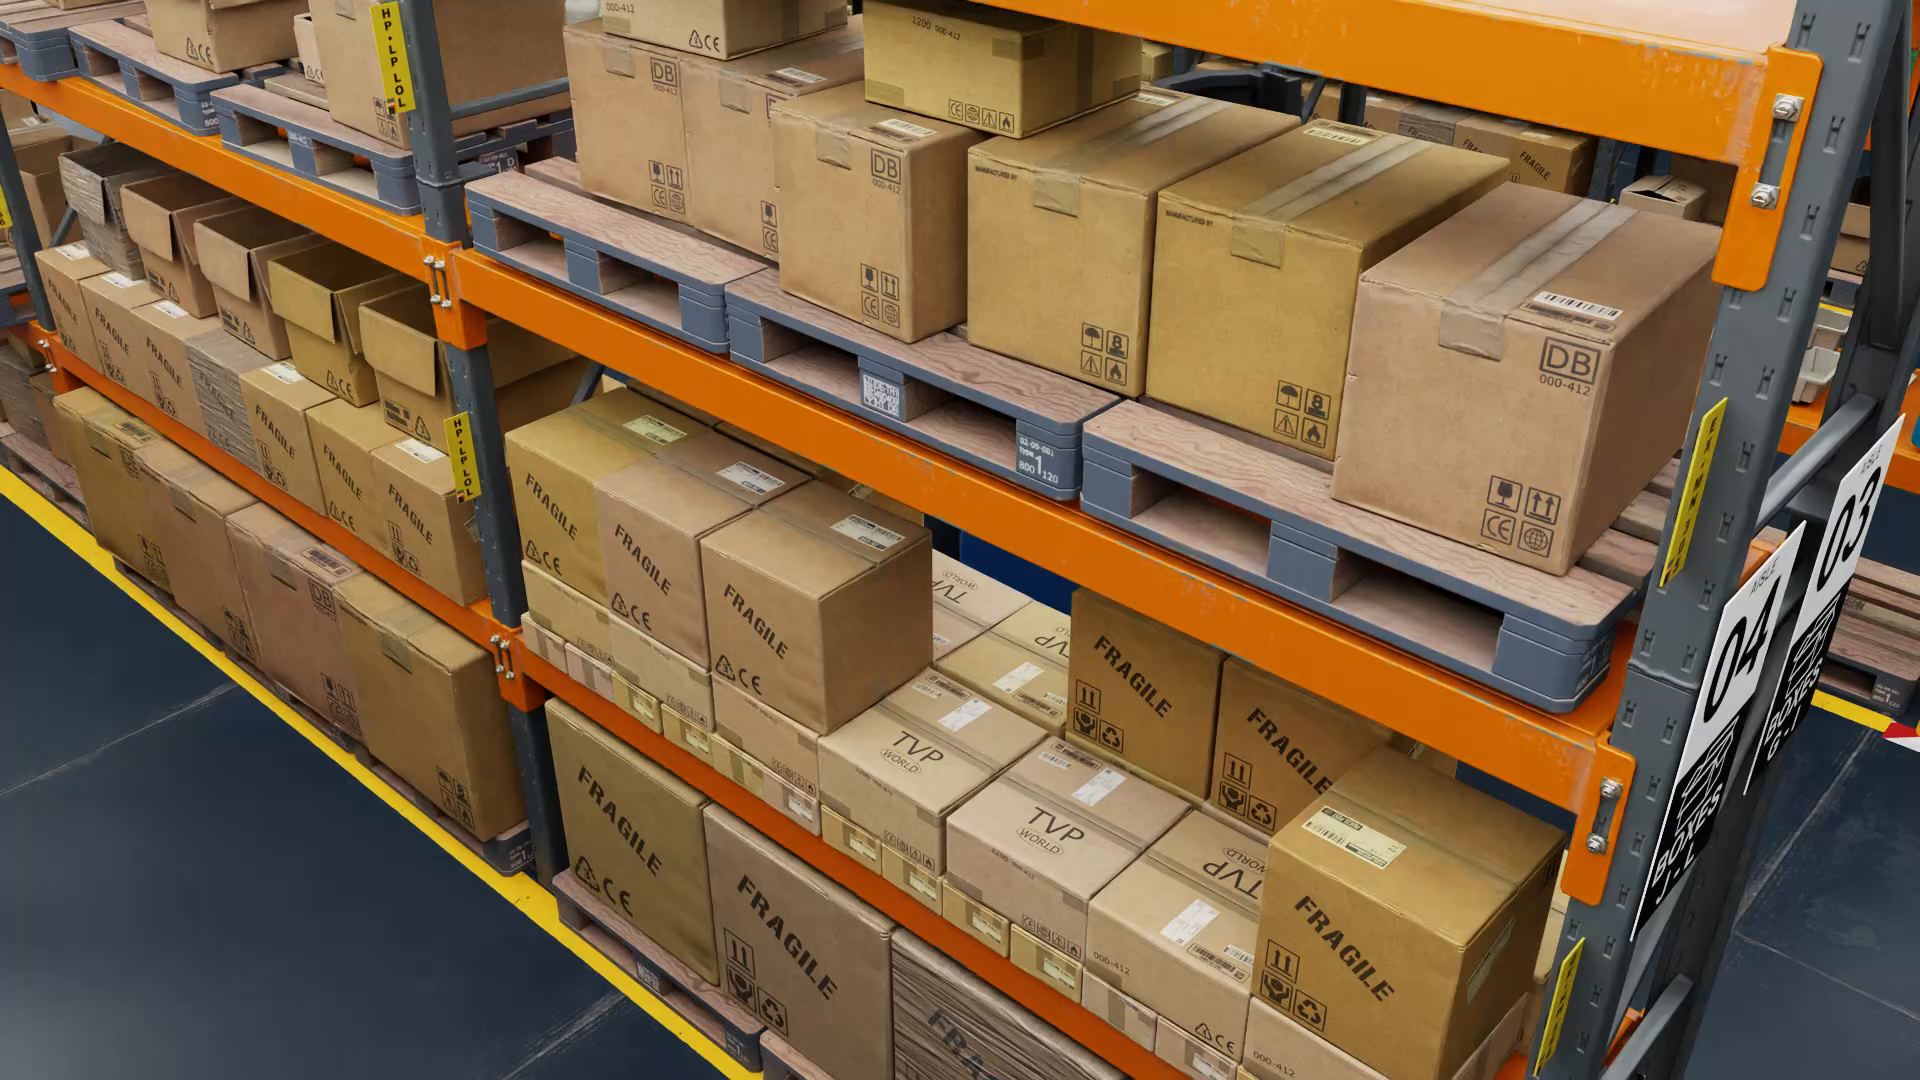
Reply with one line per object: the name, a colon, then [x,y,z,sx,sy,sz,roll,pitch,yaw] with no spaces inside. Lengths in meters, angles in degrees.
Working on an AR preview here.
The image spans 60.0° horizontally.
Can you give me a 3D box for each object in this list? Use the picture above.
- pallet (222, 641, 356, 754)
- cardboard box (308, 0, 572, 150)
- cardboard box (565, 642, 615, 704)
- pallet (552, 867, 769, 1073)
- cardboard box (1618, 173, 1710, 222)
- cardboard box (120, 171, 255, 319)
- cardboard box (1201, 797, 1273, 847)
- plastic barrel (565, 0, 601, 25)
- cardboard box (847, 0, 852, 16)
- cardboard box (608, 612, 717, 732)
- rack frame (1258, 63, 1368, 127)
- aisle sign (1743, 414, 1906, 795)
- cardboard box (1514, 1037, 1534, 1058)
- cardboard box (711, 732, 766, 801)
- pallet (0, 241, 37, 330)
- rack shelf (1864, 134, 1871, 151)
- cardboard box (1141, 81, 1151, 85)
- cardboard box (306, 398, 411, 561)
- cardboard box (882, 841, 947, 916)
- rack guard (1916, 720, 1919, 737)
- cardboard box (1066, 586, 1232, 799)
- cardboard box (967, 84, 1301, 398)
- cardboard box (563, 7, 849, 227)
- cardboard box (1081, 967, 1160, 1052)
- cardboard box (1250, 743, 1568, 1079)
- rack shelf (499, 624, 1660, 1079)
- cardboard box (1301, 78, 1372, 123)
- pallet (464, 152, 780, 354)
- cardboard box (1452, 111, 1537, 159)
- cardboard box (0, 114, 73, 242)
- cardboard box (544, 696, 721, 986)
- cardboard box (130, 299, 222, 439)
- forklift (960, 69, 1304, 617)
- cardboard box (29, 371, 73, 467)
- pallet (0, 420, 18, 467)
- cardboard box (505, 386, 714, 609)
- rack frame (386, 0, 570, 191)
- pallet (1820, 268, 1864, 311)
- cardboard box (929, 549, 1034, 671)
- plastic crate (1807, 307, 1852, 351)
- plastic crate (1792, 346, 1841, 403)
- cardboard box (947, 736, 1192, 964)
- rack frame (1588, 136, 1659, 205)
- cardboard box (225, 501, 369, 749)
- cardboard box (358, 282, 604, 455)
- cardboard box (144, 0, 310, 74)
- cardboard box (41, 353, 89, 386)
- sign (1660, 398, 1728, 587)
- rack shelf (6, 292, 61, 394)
pallet: [-2.896,0.501,8.214,1.213,0.211,1.003,25,39,35]
cardboard box: [-1.802,-1.738,5.817,0.500,0.500,0.700,26,40,36]
cardboard box: [-1.174,0.394,5.930,0.250,0.149,0.380,24,38,34]
pallet: [-0.854,1.454,6.630,1.213,0.211,1.003,25,39,35]
cardboard box: [5.451,-2.629,12.889,0.500,0.311,0.500,25,39,35]
cardboard box: [-3.318,-1.405,7.606,0.637,0.503,0.797,26,40,36]
cardboard box: [1.036,0.841,4.802,0.500,0.250,0.500,24,39,35]
plastic barrel: [-2.867,-4.086,12.997,0.433,0.535,0.433,0,31,0]
cardboard box: [-1.137,-5.668,18.016,0.500,0.250,0.500,25,39,35]
cardboard box: [-0.827,0.340,5.634,0.500,0.250,0.500,25,39,35]
rack frame: [1.959,-1.928,9.544,0.127,3.000,1.000,25,39,35]
aisle sign: [1.856,0.147,3.577,0.004,0.787,0.394,25,39,35]
cardboard box: [1.559,1.209,4.576,0.250,0.149,0.380,26,39,36]
cardboard box: [-0.592,0.664,5.482,0.250,0.149,0.380,24,39,34]
pallet: [-4.930,-1.542,9.089,1.003,0.211,1.213,25,39,35]
rack shelf: [6.768,-2.820,11.724,4.000,0.370,1.077,25,39,35]
cardboard box: [1.766,-4.296,15.736,0.500,0.250,0.500,26,40,36]
cardboard box: [-2.257,-0.308,6.756,0.500,0.500,0.500,26,40,36]
cardboard box: [-0.017,0.932,5.037,0.250,0.149,0.380,26,40,36]
rack guard: [4.951,0.531,7.883,0.348,0.500,1.175,25,39,35]
cardboard box: [0.667,0.347,4.895,0.500,0.500,0.500,24,38,34]
cardboard box: [0.427,-0.761,4.096,0.500,0.500,0.700,22,37,32]
cardboard box: [-0.744,-1.336,5.052,0.500,0.500,0.700,22,38,32]
cardboard box: [0.551,1.197,4.596,0.250,0.149,0.380,26,40,36]
cardboard box: [1.063,0.898,3.980,0.500,0.500,0.500,26,39,36]
rack shelf: [0.118,0.967,5.433,4.000,0.370,1.077,25,39,35]
cardboard box: [3.226,-3.701,14.487,0.500,0.500,0.500,24,39,34]
pallet: [-0.765,-0.994,5.170,1.213,0.211,1.003,25,39,35]
cardboard box: [4.366,-3.174,13.610,0.500,0.500,0.500,25,39,35]
cardboard box: [-5.239,-1.967,9.105,0.700,0.500,0.500,-23,38,-33]
cardboard box: [-0.929,0.956,6.407,0.875,0.875,0.875,25,39,35]
cardboard box: [-3.387,-0.835,7.632,0.500,0.500,0.500,24,39,34]
forklift: [1.255,-0.328,6.953,1.130,2.935,3.031,-21,37,-30]
cardboard box: [-4.841,-0.760,9.601,0.500,0.500,0.700,23,38,33]
pallet: [-5.809,-0.917,10.568,1.213,0.211,1.003,25,39,35]
cardboard box: [-1.181,-0.155,5.728,0.500,0.500,0.500,25,39,35]
rack frame: [-1.365,-2.604,4.850,0.127,3.000,1.000,25,39,35]
pallet: [6.703,-1.965,12.310,1.213,0.211,1.003,25,39,35]
cardboard box: [-0.098,0.310,5.683,0.500,0.250,0.500,26,40,36]
plastic crate: [4.277,-1.045,8.275,0.298,0.136,0.250,25,39,35]
plastic crate: [3.993,-0.775,7.826,0.243,0.136,0.396,25,39,35]
cardboard box: [0.310,0.869,4.754,0.500,0.250,0.500,24,38,34]
rack frame: [5.285,-3.820,12.688,0.127,3.000,1.000,25,39,35]
cardboard box: [-2.516,0.174,7.706,0.875,0.875,1.225,24,38,34]
cardboard box: [-1.844,-0.724,6.475,0.637,0.503,0.797,24,38,34]
cardboard box: [-2.802,-2.228,6.628,0.637,0.503,0.797,24,39,34]
cardboard box: [-4.847,-1.077,9.401,0.500,0.250,0.500,27,40,37]
sign: [1.226,-0.077,2.780,0.005,0.325,0.100,25,39,35]
rack shelf: [-5.813,-1.802,10.032,4.000,0.370,1.077,25,39,35]
